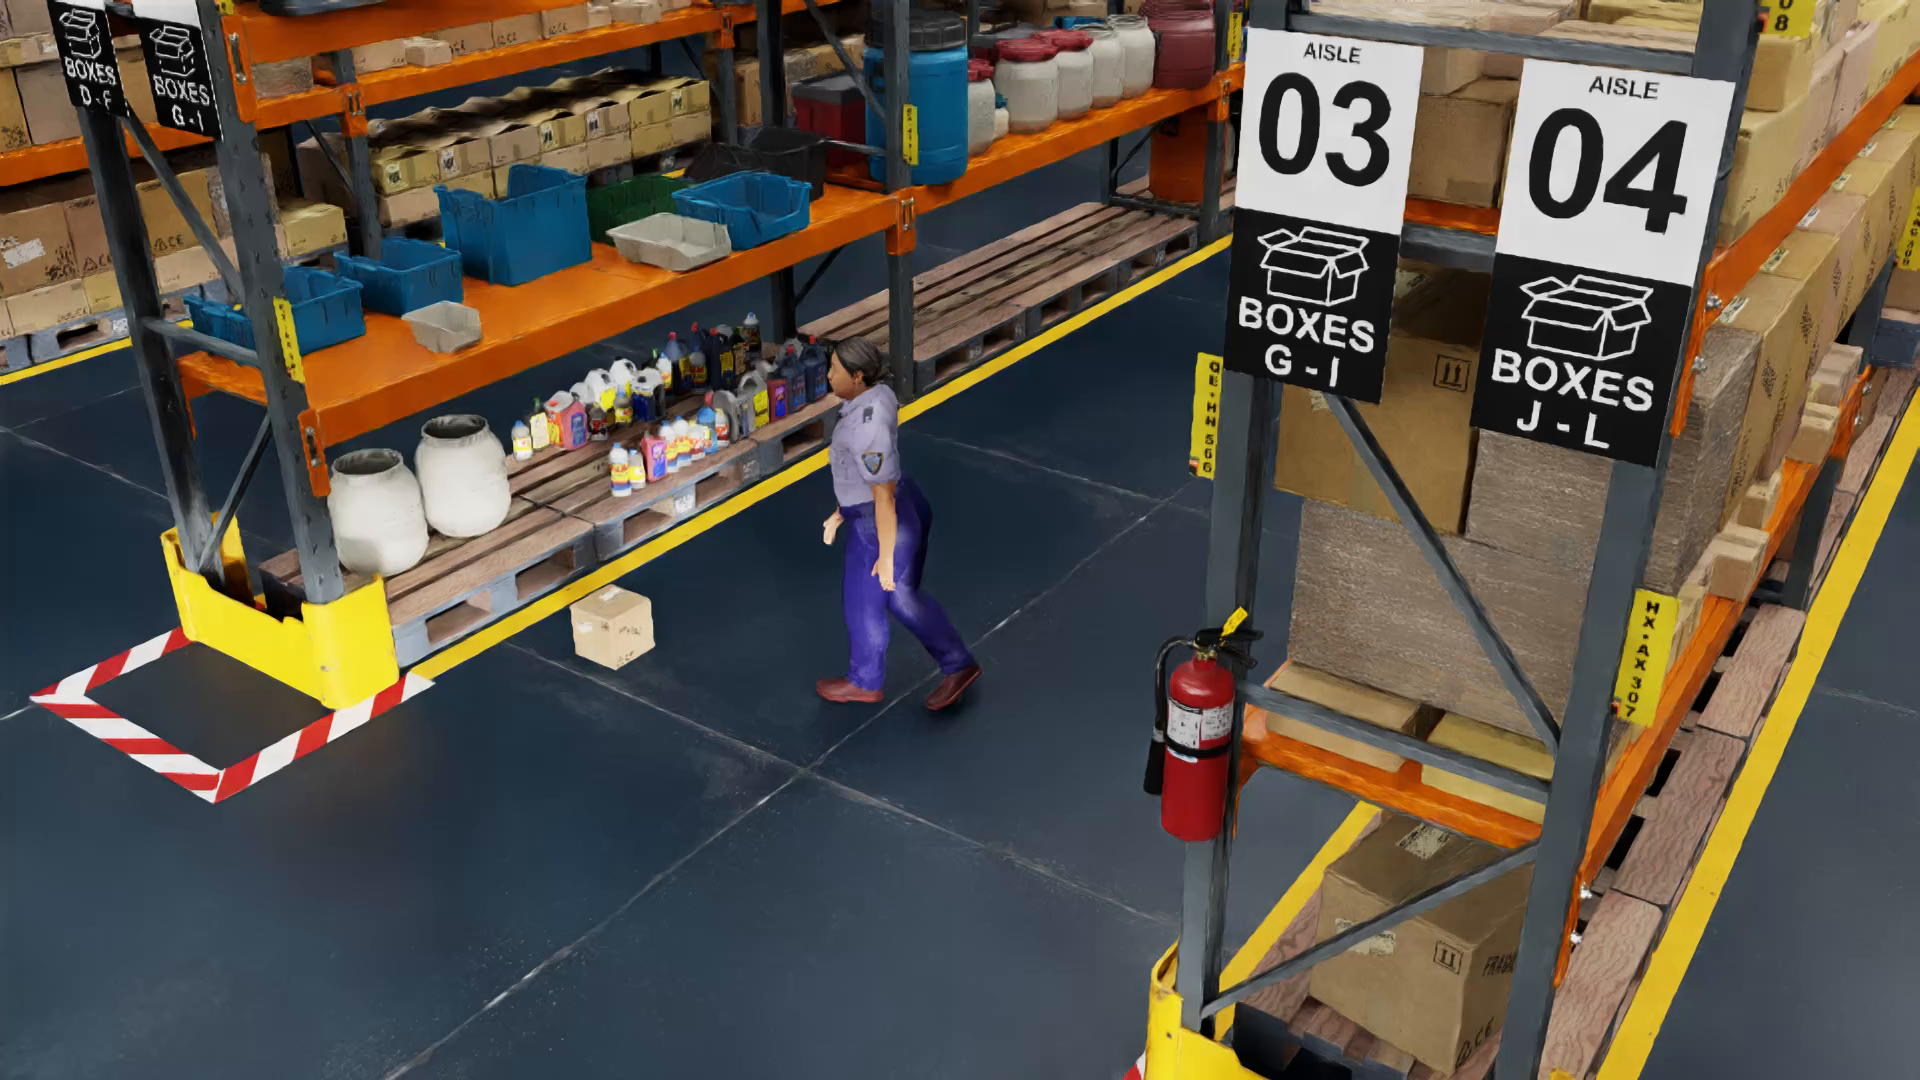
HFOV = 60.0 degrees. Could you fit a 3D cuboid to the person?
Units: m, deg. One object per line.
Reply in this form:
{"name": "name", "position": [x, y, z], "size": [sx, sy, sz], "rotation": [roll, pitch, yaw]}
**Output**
{"name": "person", "position": [-0.275, -0.024, 6.702], "size": [0.716, 1.621, 0.500], "rotation": [5, 28, 10]}
